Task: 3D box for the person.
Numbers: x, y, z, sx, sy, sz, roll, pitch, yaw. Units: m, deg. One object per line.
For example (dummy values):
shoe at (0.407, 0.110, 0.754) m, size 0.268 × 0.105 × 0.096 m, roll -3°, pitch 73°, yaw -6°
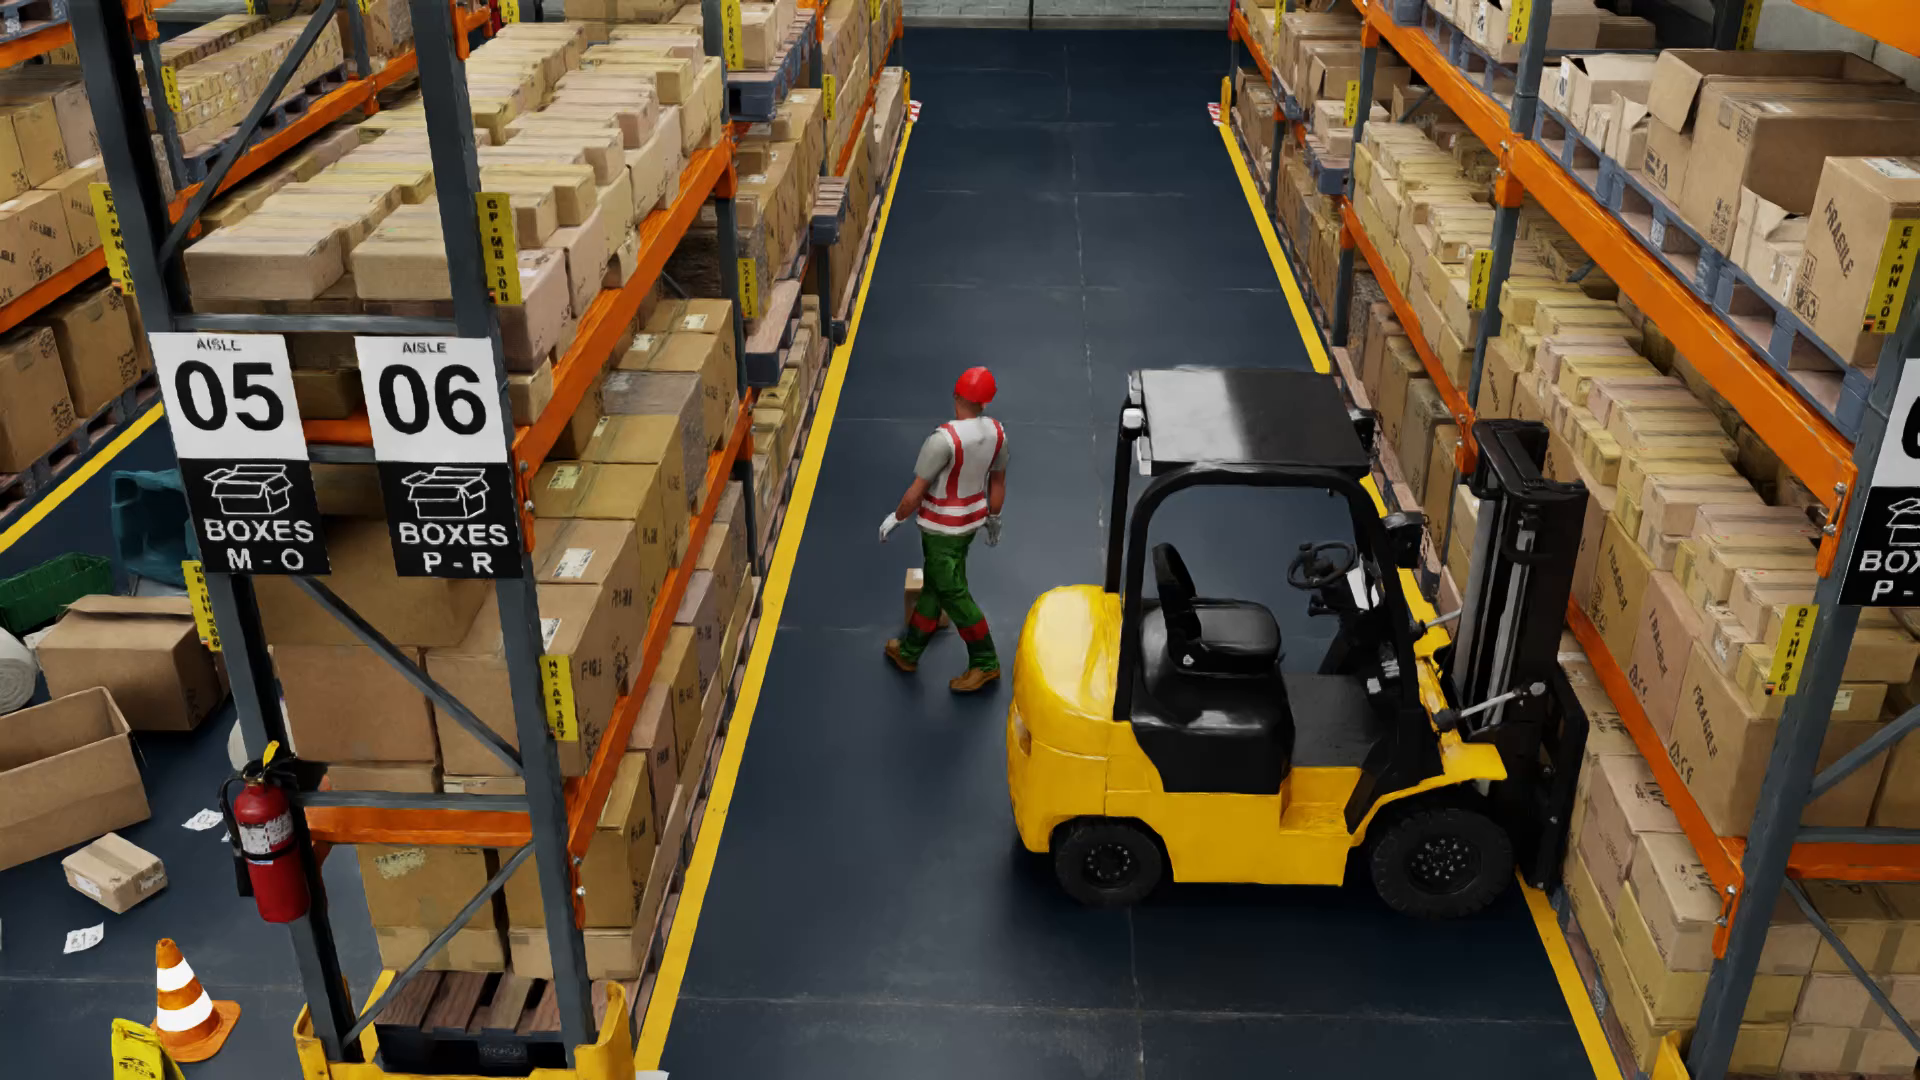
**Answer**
person at (-0.081, -0.089, 8.791) m, size 0.712 × 1.744 × 0.595 m, roll 17°, pitch 32°, yaw 30°
